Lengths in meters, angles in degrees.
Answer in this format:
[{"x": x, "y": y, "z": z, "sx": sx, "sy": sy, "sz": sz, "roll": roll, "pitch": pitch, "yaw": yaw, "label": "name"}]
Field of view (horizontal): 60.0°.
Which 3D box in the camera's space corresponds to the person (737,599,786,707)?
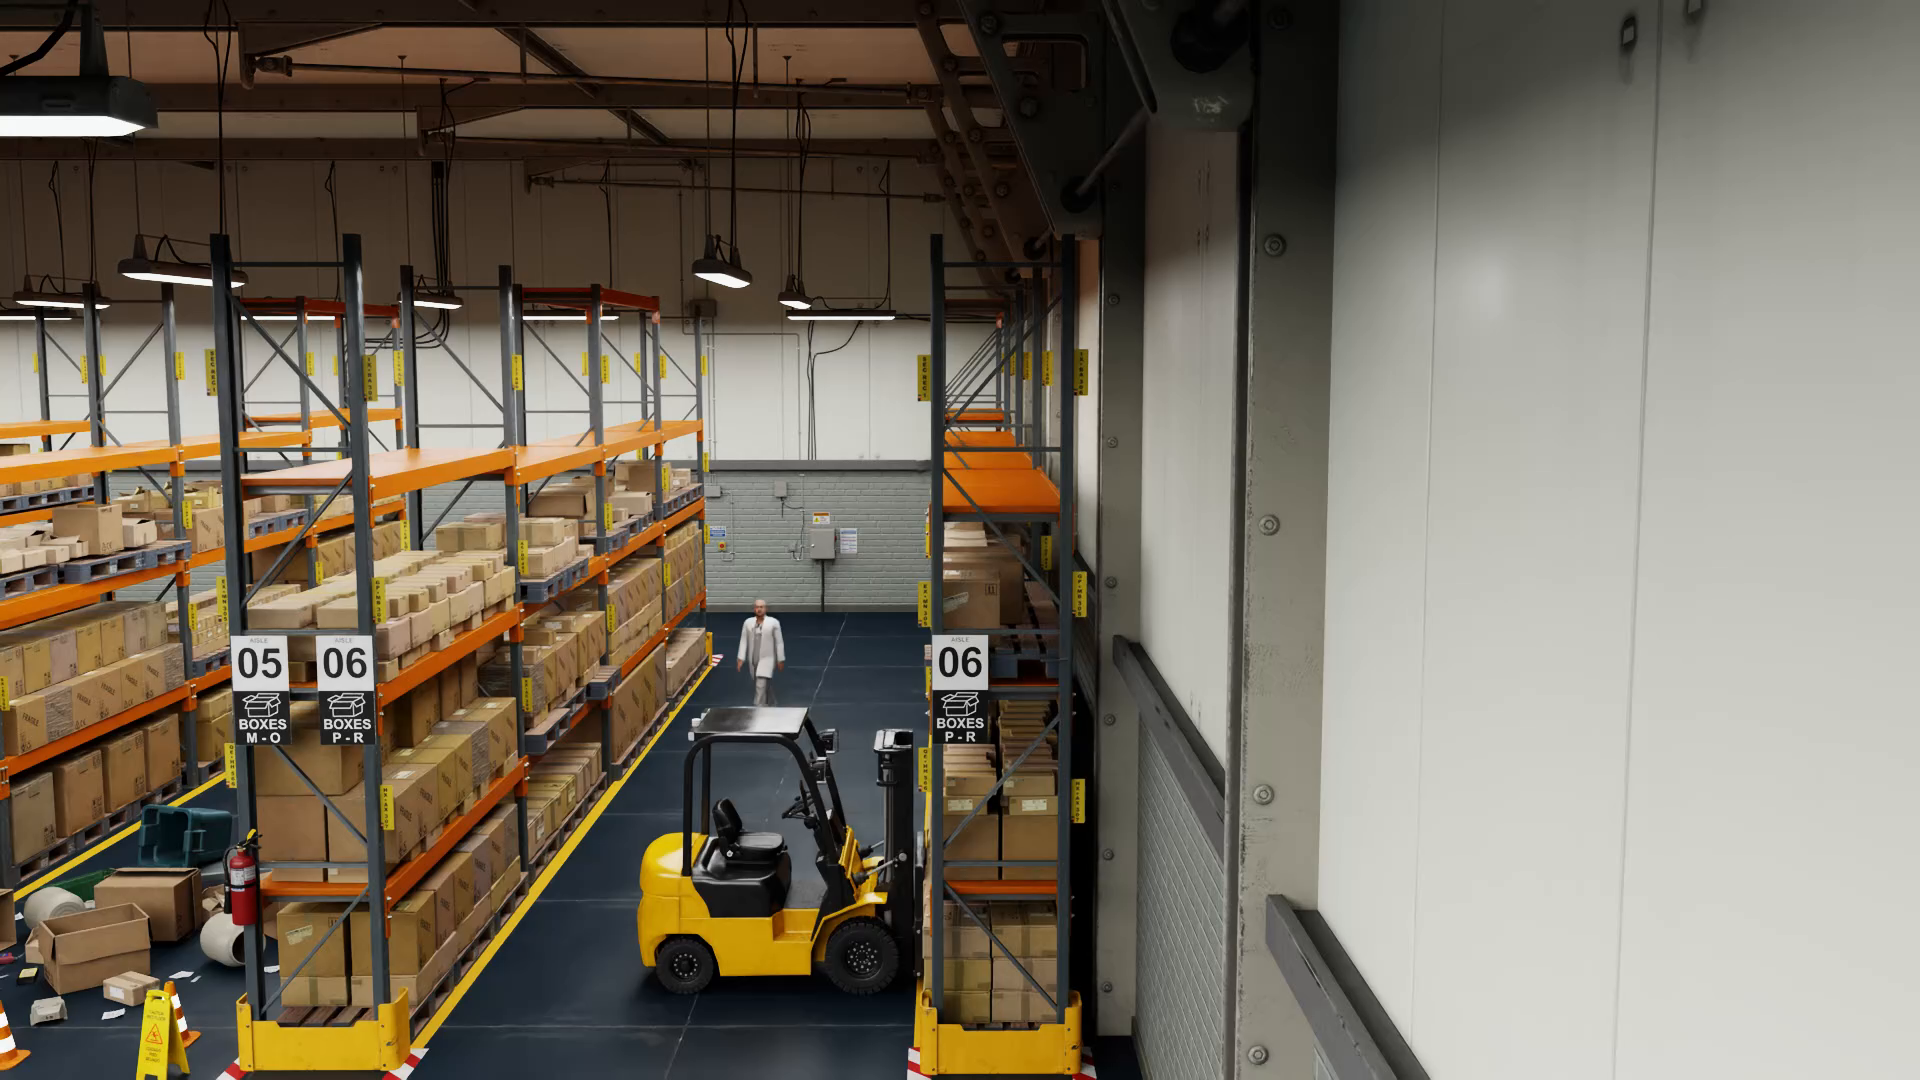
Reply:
[{"x": -2.827, "y": 1.721, "z": 23.272, "sx": 0.569, "sy": 1.763, "sz": 0.908, "roll": 4, "pitch": 8, "yaw": 33, "label": "person"}]
